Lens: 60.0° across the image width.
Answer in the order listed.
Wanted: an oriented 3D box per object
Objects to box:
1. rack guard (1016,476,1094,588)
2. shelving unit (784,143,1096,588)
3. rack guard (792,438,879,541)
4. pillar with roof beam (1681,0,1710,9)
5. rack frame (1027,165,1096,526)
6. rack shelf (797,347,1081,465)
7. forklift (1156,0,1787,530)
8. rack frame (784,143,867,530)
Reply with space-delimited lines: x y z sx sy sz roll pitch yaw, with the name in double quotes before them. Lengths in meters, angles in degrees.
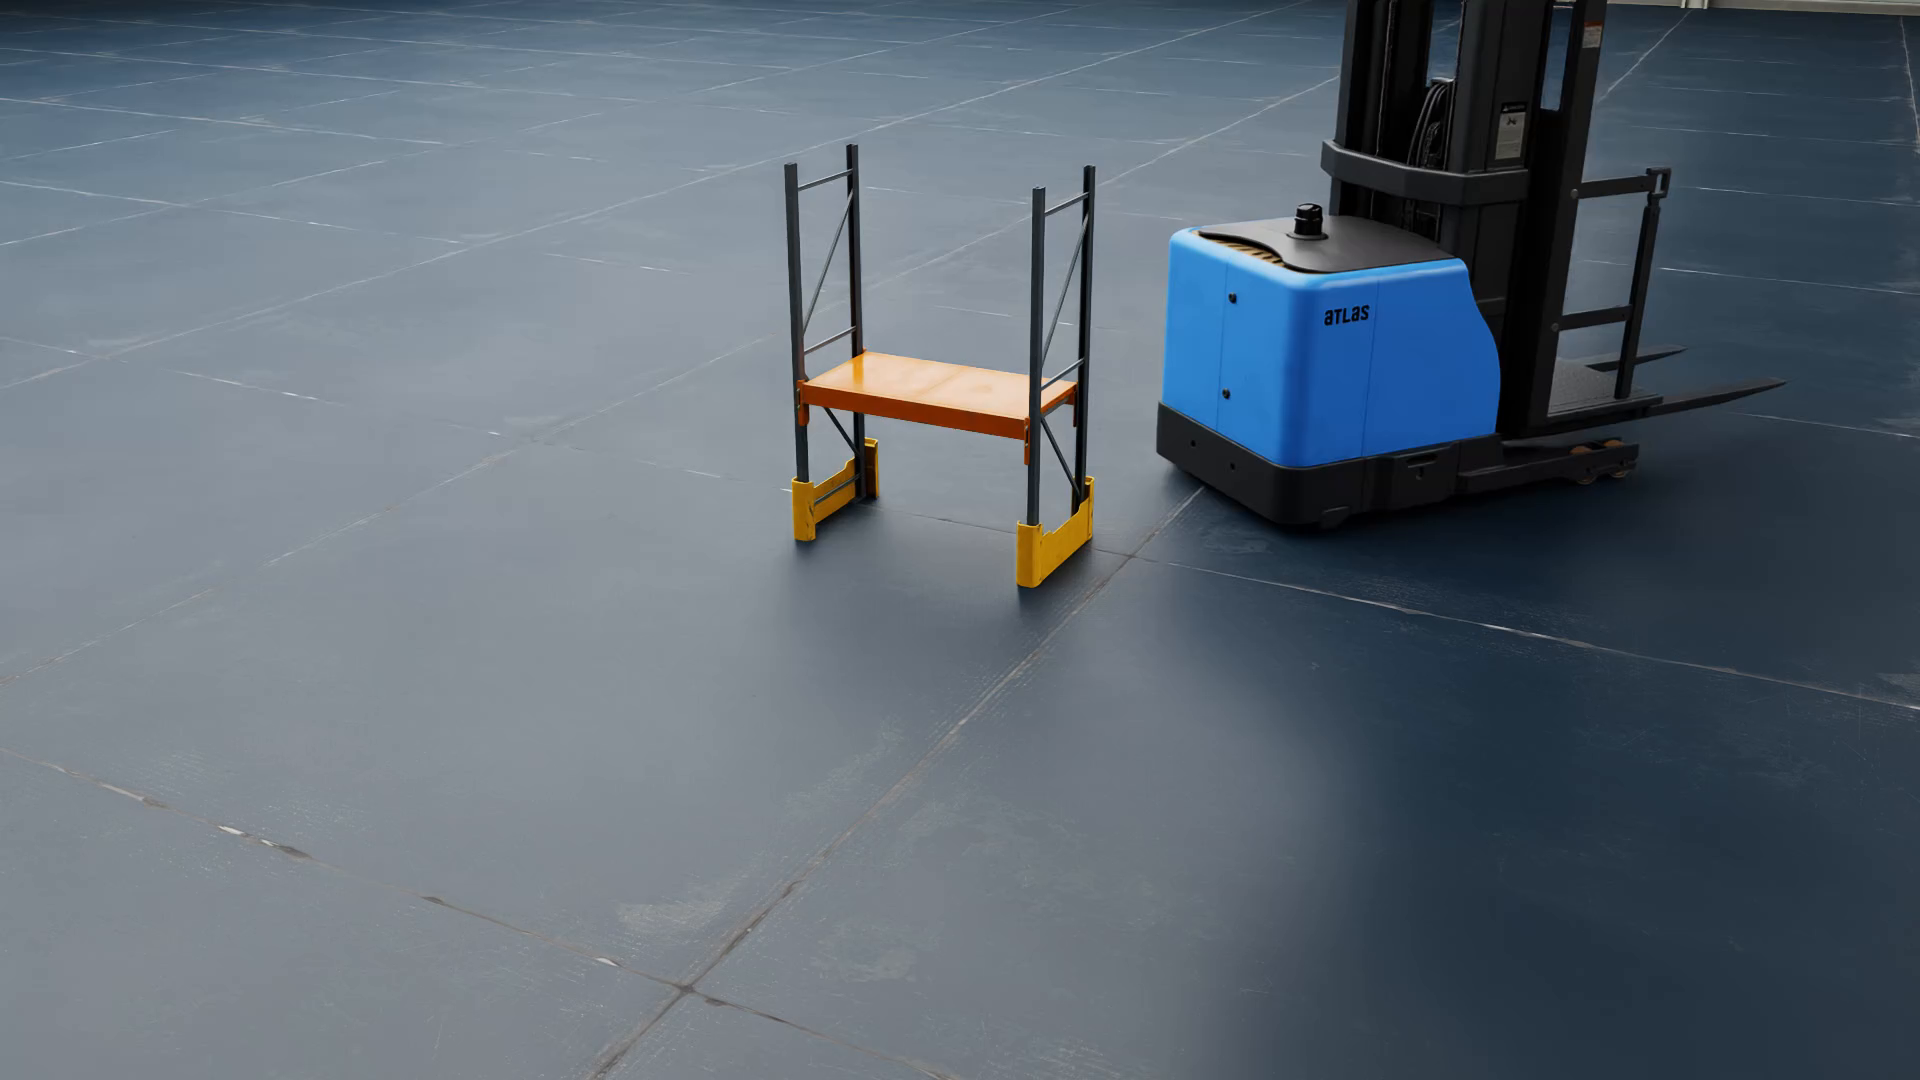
"rack guard" 0.376 -0.041 6.507 0.087 0.250 0.587 11 25 25
"shelving unit" 6.752 0.508 3.238 16.366 1.800 0.587 11 25 25
"rack guard" -0.512 -0.216 6.921 0.087 0.250 0.587 11 25 25
"pillar with roof beam" 10.102 -11.368 21.964 0.400 9.000 9.100 11 25 25
"rack frame" 0.378 -0.615 6.262 0.032 1.500 0.500 11 25 25
"rack shelf" -0.076 -0.540 6.544 1.000 0.185 0.538 11 25 25
"forklift" 2.441 -1.767 7.140 3.031 2.935 1.130 -10 25 -23
"rack frame" 6.751 0.512 3.228 16.358 1.800 0.520 11 25 25
